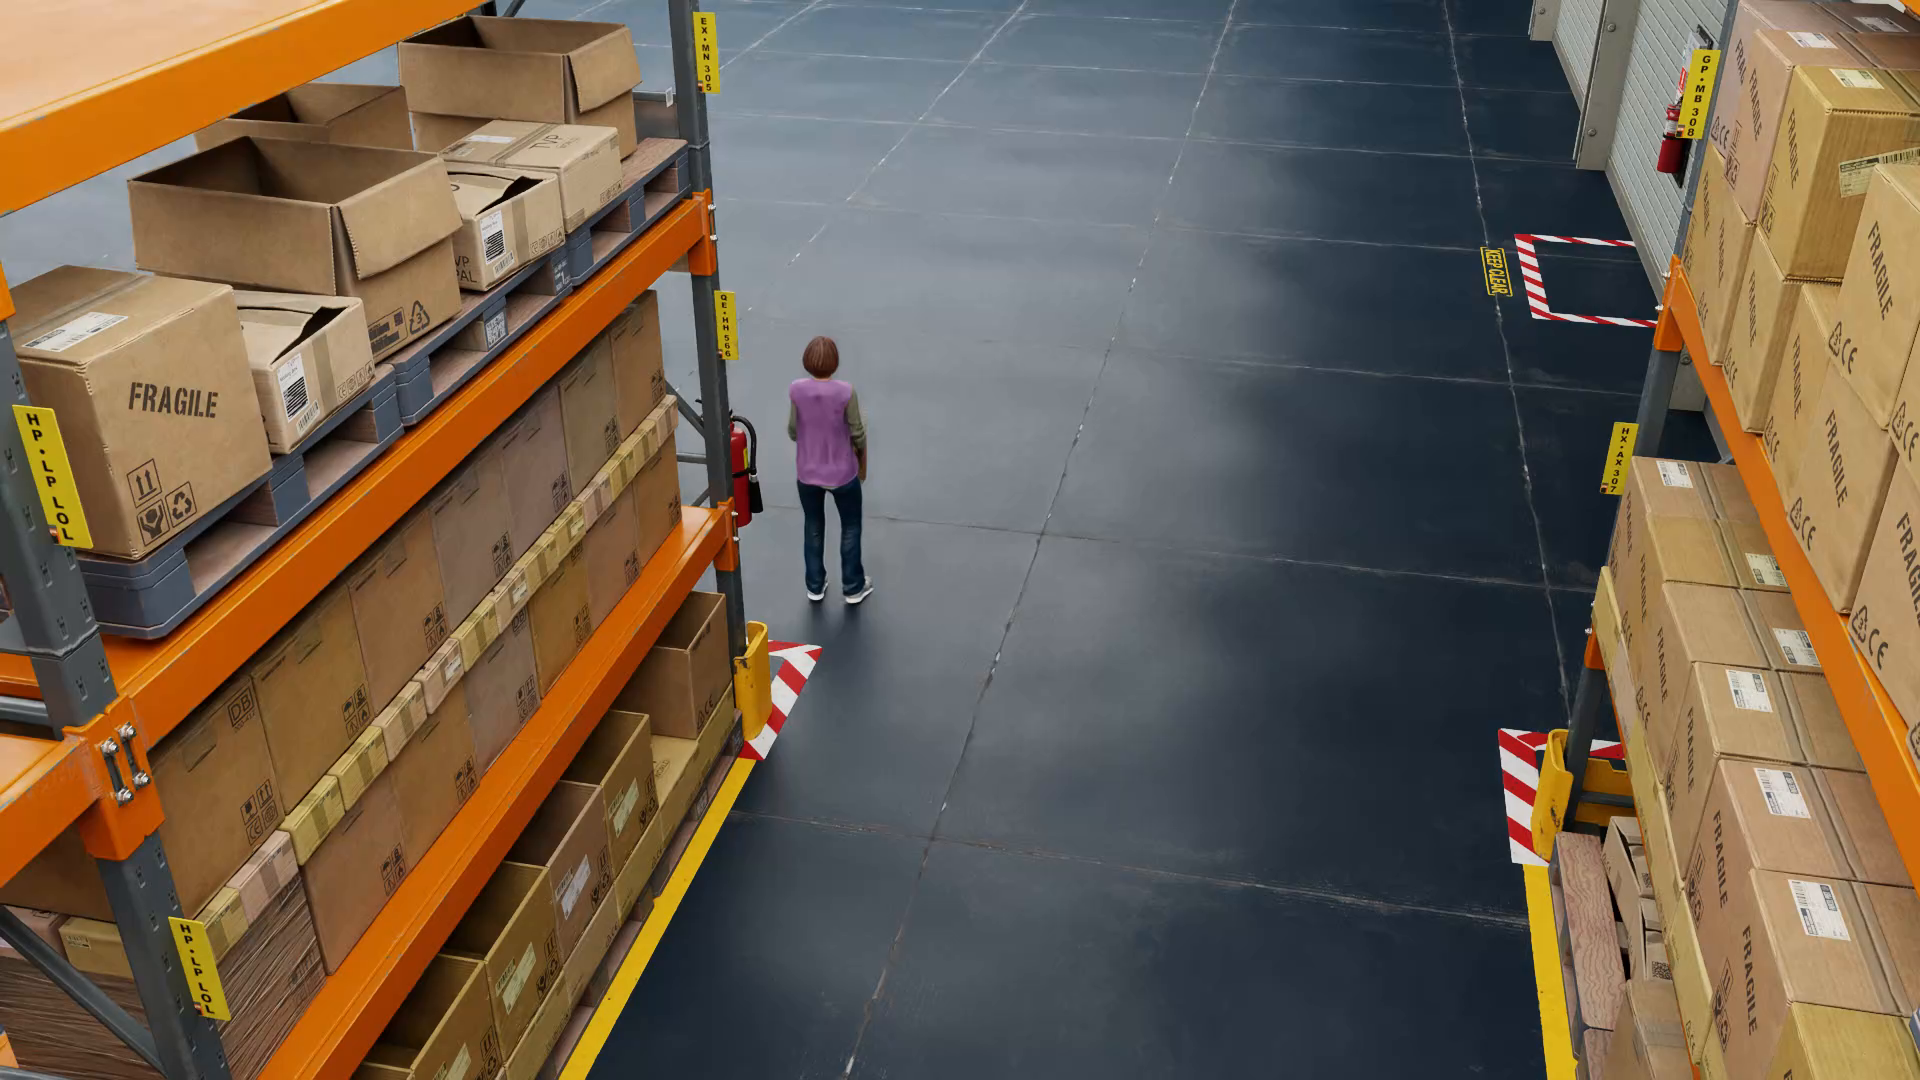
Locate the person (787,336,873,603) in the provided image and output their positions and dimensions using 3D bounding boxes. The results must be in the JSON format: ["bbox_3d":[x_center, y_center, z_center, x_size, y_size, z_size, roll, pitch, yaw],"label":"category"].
[{"bbox_3d":[-0.731,-0.392,9.309,0.444,1.602,0.384,5,30,10],"label":"person"}]
